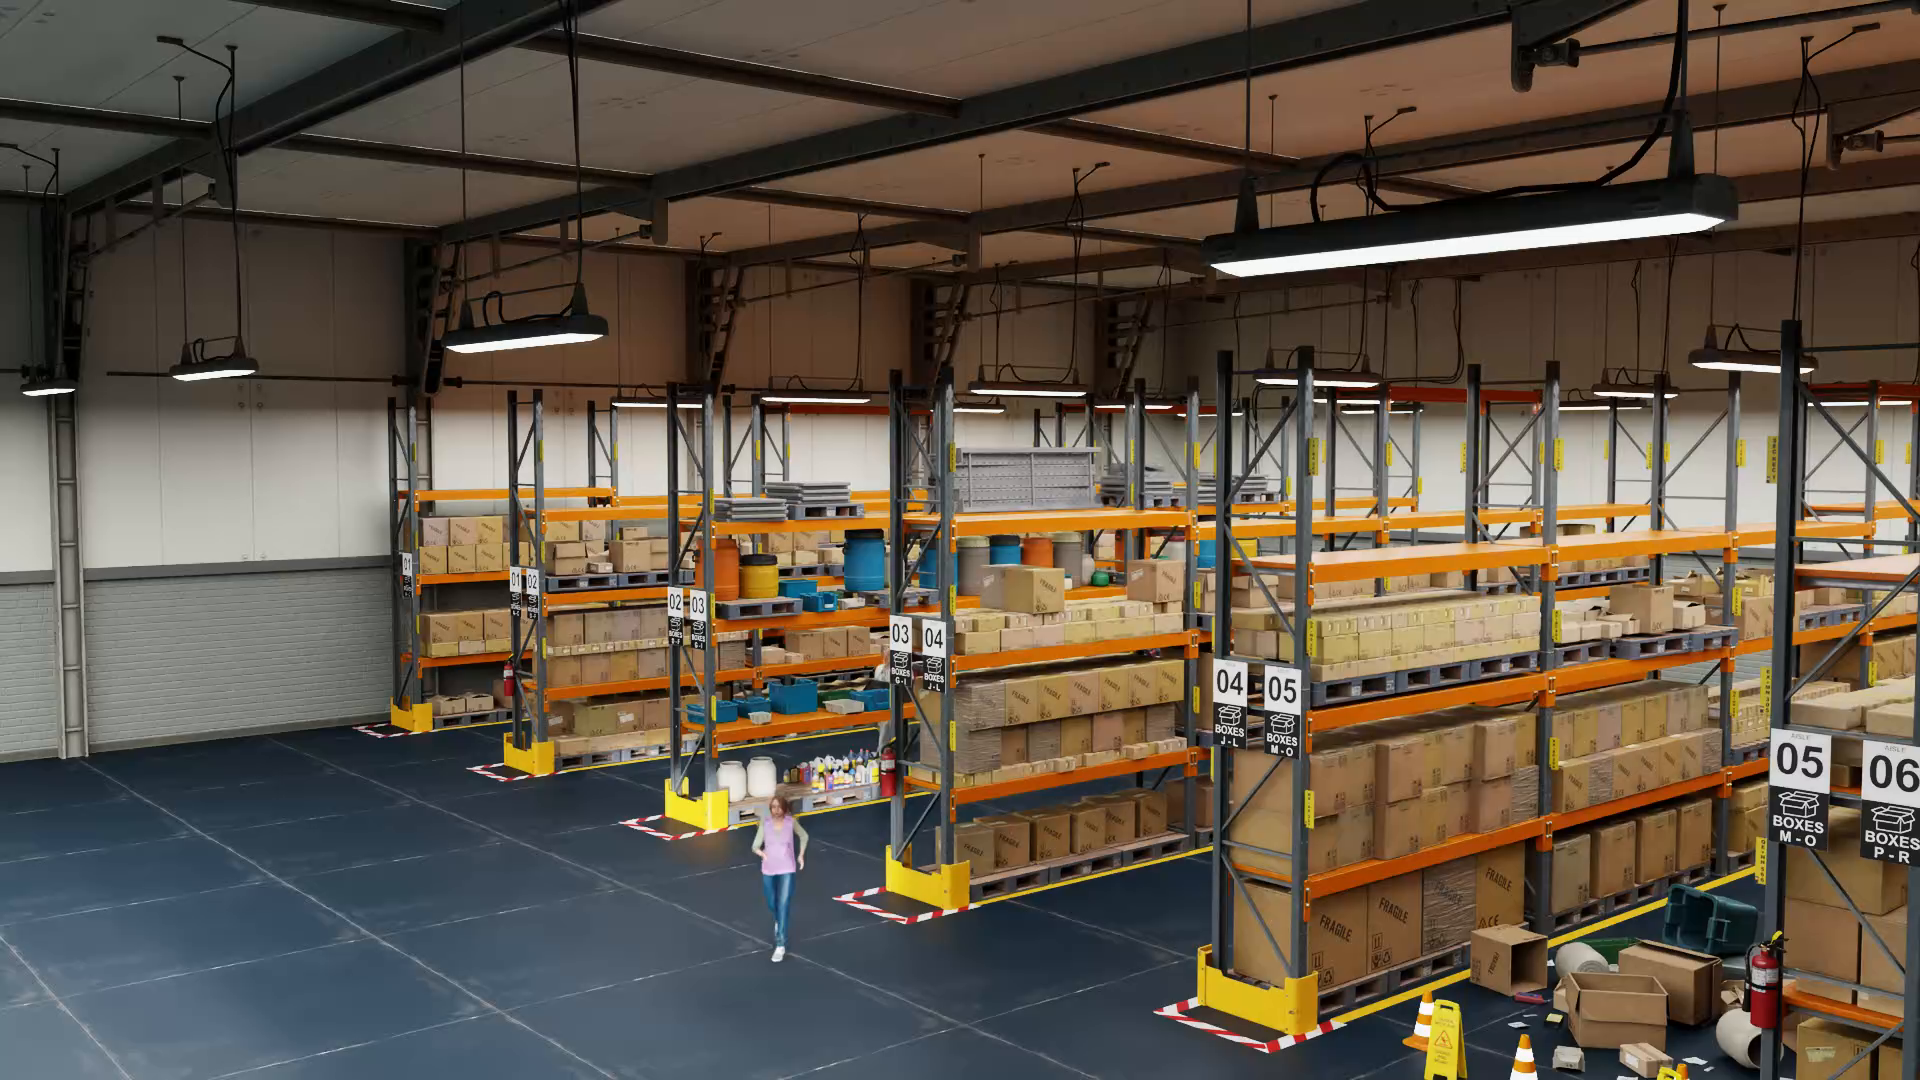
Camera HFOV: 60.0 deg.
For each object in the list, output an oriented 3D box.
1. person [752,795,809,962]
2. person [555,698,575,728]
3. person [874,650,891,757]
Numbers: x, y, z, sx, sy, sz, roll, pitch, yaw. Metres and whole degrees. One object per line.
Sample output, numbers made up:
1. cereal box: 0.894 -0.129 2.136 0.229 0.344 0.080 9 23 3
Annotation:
1. person: -1.824 3.362 16.831 0.546 1.587 0.899 0 3 3
2. person: -6.825 2.631 28.199 0.656 1.823 0.744 3 4 37
3. person: -1.158 2.691 27.421 0.711 1.753 0.923 2 4 36
